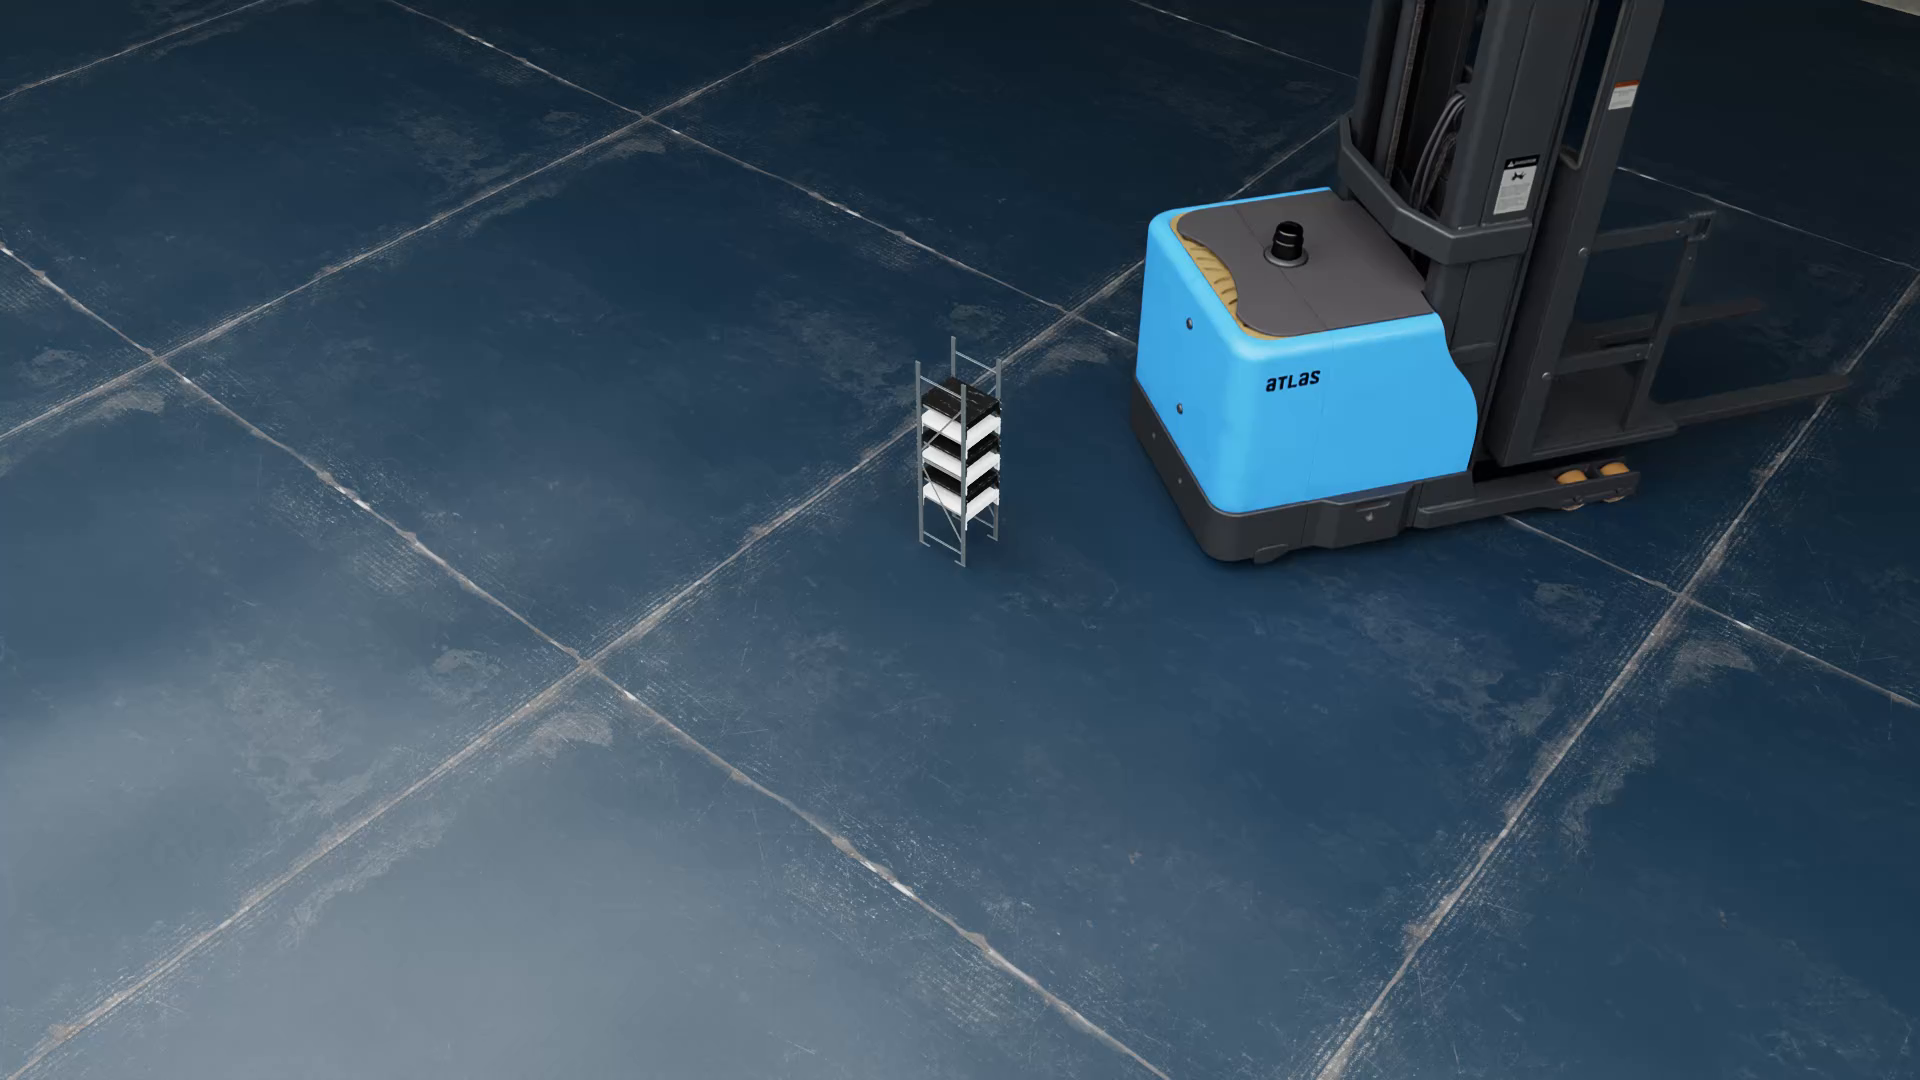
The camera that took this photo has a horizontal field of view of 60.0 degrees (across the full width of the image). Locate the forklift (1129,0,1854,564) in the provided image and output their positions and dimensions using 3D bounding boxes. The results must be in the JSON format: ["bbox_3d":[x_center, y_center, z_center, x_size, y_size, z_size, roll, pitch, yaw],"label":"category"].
[{"bbox_3d":[2.308,-1.541,6.266,3.031,2.935,1.130,-11,43,-11],"label":"forklift"}]

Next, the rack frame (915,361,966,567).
[{"bbox_3d":[-0.071,-0.276,6.385,0.240,0.900,0.006,29,50,28],"label":"rack frame"}]

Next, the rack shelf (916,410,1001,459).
[{"bbox_3d":[-0.005,-0.437,6.344,0.258,0.077,0.200,29,50,28],"label":"rack shelf"}]

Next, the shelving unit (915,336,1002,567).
[{"bbox_3d":[-0.005,-0.329,6.443,0.258,0.900,0.210,29,50,28],"label":"shelving unit"}]

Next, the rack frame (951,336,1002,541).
[{"bbox_3d":[0.060,-0.381,6.500,0.240,0.900,0.006,29,50,28],"label":"rack frame"}]

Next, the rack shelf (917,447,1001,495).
[{"bbox_3d":[-0.005,-0.304,6.465,0.258,0.077,0.200,29,50,28],"label":"rack shelf"}]

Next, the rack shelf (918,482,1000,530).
[{"bbox_3d":[-0.005,-0.171,6.586,0.258,0.077,0.200,29,50,28],"label":"rack shelf"}]

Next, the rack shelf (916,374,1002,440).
[{"bbox_3d":[-0.005,-0.504,6.283,0.258,0.077,0.200,29,50,28],"label":"rack shelf"}]

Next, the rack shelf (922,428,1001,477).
[{"bbox_3d":[-0.005,-0.371,6.405,0.258,0.077,0.200,29,50,28],"label":"rack shelf"}]

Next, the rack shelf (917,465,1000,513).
[{"bbox_3d":[-0.005,-0.238,6.526,0.258,0.077,0.200,29,50,28],"label":"rack shelf"}]
